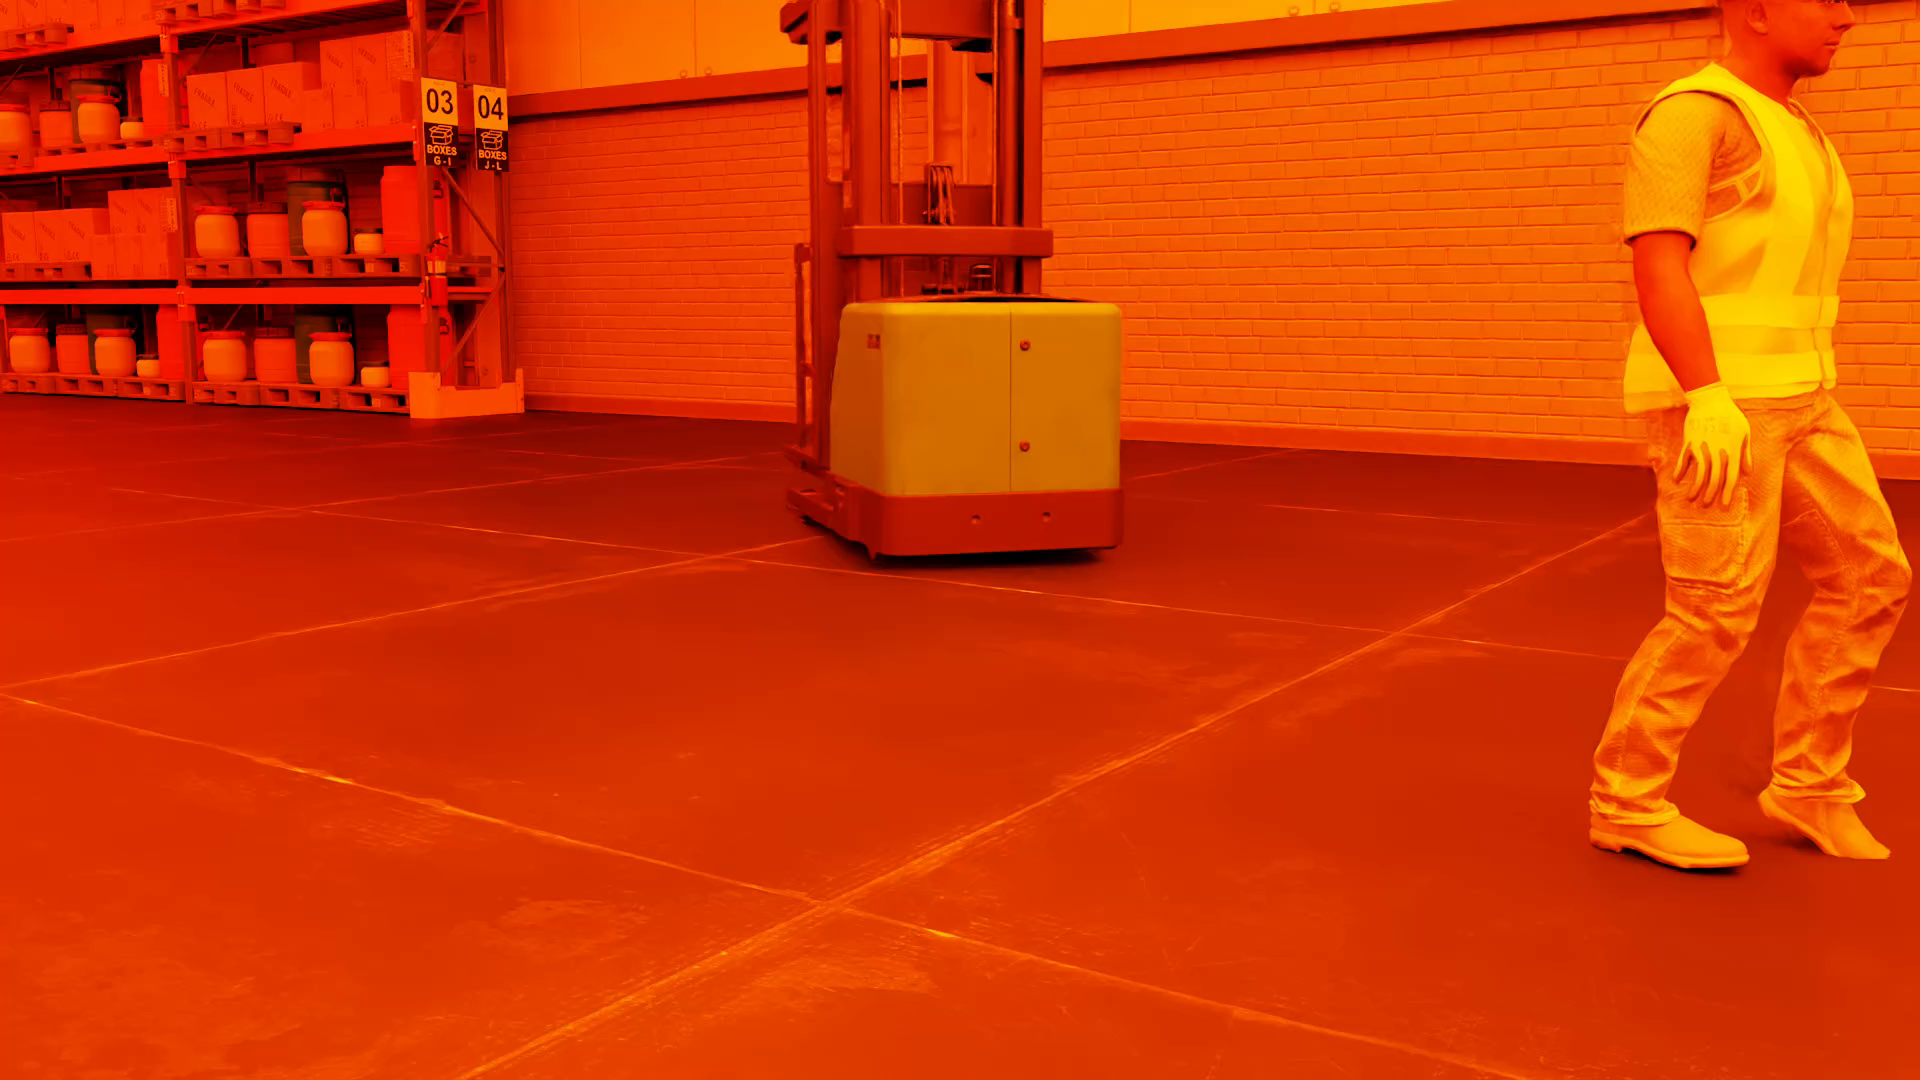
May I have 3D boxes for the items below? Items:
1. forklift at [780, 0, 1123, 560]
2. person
[{"bbox_3d":[-0.237,-1.537,8.005,1.130,2.935,3.031,-2,8,-17],"label":"forklift"},{"bbox_3d":[1.504,-0.219,3.118,0.503,1.827,0.659,8,11,43],"label":"person"}]
